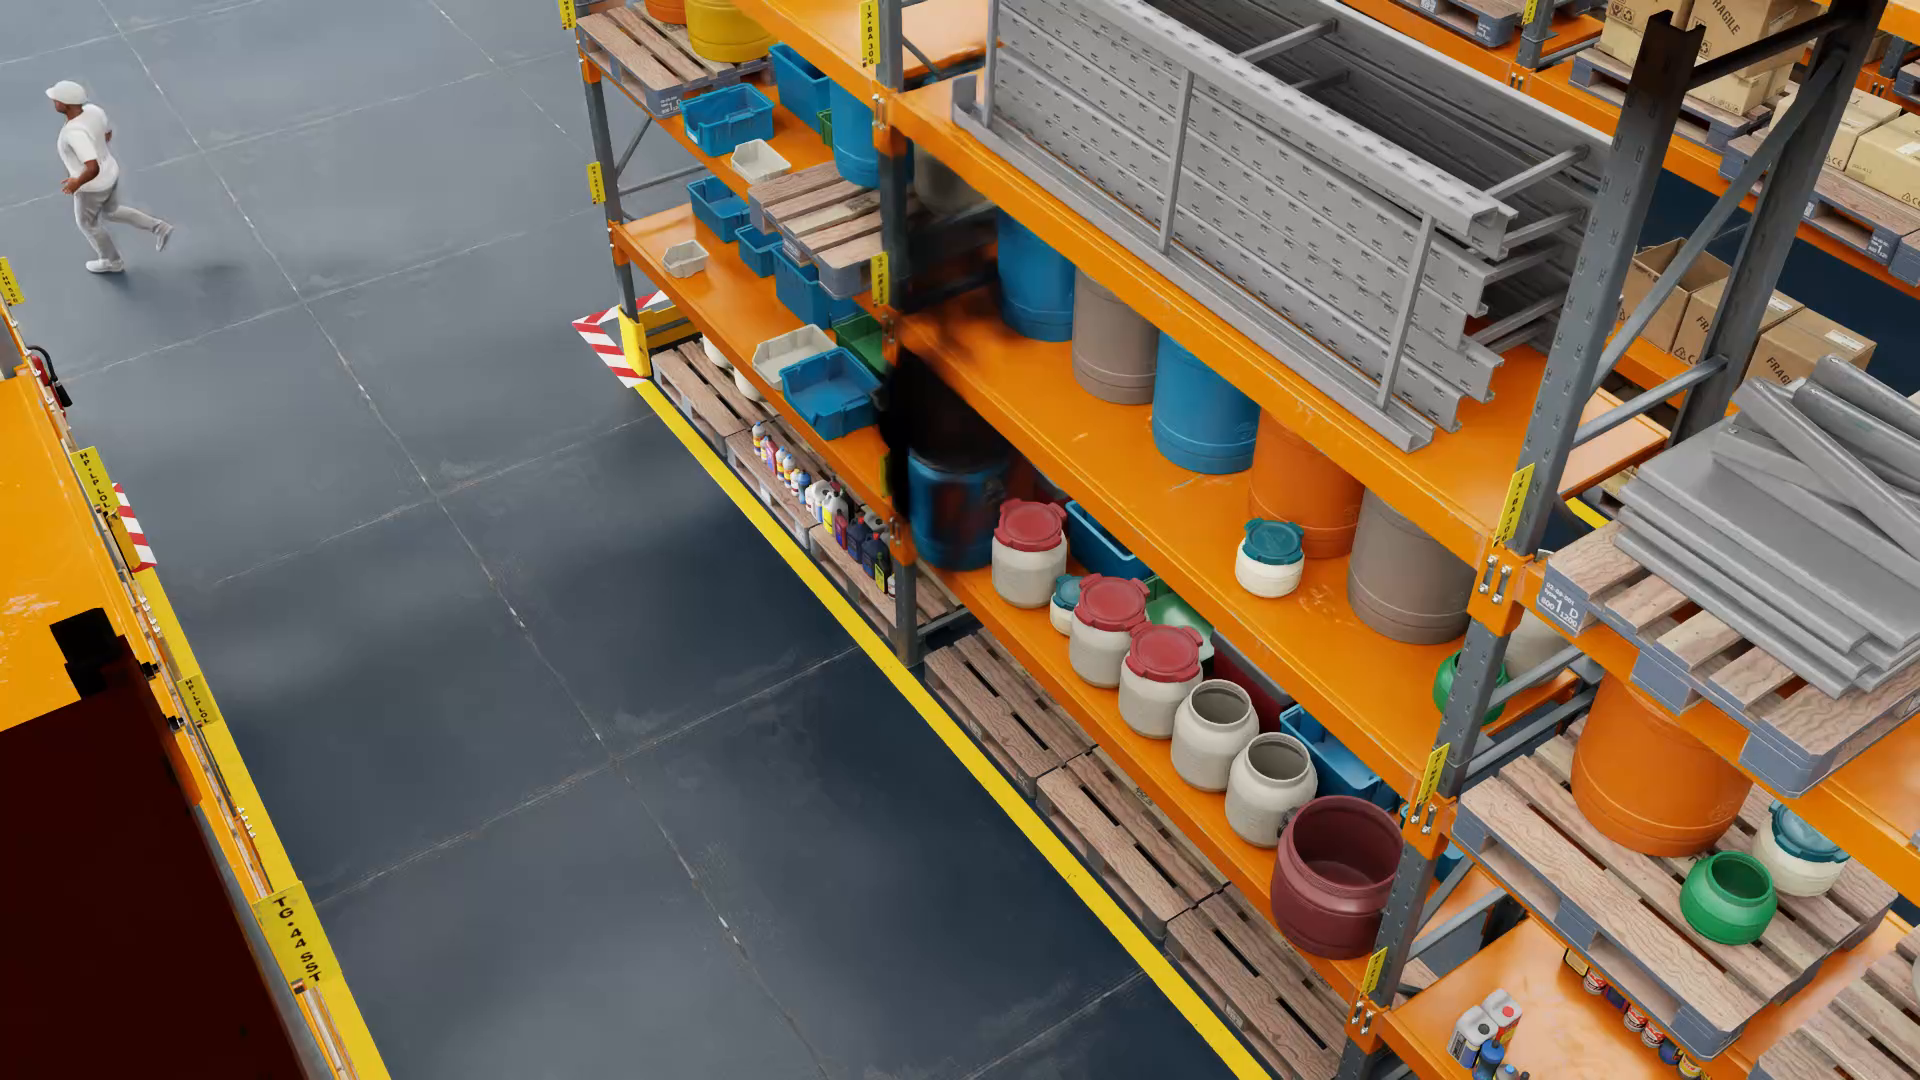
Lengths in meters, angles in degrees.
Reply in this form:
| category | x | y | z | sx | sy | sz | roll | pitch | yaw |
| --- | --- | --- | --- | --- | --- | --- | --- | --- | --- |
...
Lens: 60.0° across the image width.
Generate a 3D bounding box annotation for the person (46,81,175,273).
| category | x | y | z | sx | sy | sz | roll | pitch | yaw |
| --- | --- | --- | --- | --- | --- | --- | --- | --- | --- |
| person | -7.096 | -2.979 | 13.724 | 0.795 | 1.733 | 0.712 | -2 | 43 | -2 |
